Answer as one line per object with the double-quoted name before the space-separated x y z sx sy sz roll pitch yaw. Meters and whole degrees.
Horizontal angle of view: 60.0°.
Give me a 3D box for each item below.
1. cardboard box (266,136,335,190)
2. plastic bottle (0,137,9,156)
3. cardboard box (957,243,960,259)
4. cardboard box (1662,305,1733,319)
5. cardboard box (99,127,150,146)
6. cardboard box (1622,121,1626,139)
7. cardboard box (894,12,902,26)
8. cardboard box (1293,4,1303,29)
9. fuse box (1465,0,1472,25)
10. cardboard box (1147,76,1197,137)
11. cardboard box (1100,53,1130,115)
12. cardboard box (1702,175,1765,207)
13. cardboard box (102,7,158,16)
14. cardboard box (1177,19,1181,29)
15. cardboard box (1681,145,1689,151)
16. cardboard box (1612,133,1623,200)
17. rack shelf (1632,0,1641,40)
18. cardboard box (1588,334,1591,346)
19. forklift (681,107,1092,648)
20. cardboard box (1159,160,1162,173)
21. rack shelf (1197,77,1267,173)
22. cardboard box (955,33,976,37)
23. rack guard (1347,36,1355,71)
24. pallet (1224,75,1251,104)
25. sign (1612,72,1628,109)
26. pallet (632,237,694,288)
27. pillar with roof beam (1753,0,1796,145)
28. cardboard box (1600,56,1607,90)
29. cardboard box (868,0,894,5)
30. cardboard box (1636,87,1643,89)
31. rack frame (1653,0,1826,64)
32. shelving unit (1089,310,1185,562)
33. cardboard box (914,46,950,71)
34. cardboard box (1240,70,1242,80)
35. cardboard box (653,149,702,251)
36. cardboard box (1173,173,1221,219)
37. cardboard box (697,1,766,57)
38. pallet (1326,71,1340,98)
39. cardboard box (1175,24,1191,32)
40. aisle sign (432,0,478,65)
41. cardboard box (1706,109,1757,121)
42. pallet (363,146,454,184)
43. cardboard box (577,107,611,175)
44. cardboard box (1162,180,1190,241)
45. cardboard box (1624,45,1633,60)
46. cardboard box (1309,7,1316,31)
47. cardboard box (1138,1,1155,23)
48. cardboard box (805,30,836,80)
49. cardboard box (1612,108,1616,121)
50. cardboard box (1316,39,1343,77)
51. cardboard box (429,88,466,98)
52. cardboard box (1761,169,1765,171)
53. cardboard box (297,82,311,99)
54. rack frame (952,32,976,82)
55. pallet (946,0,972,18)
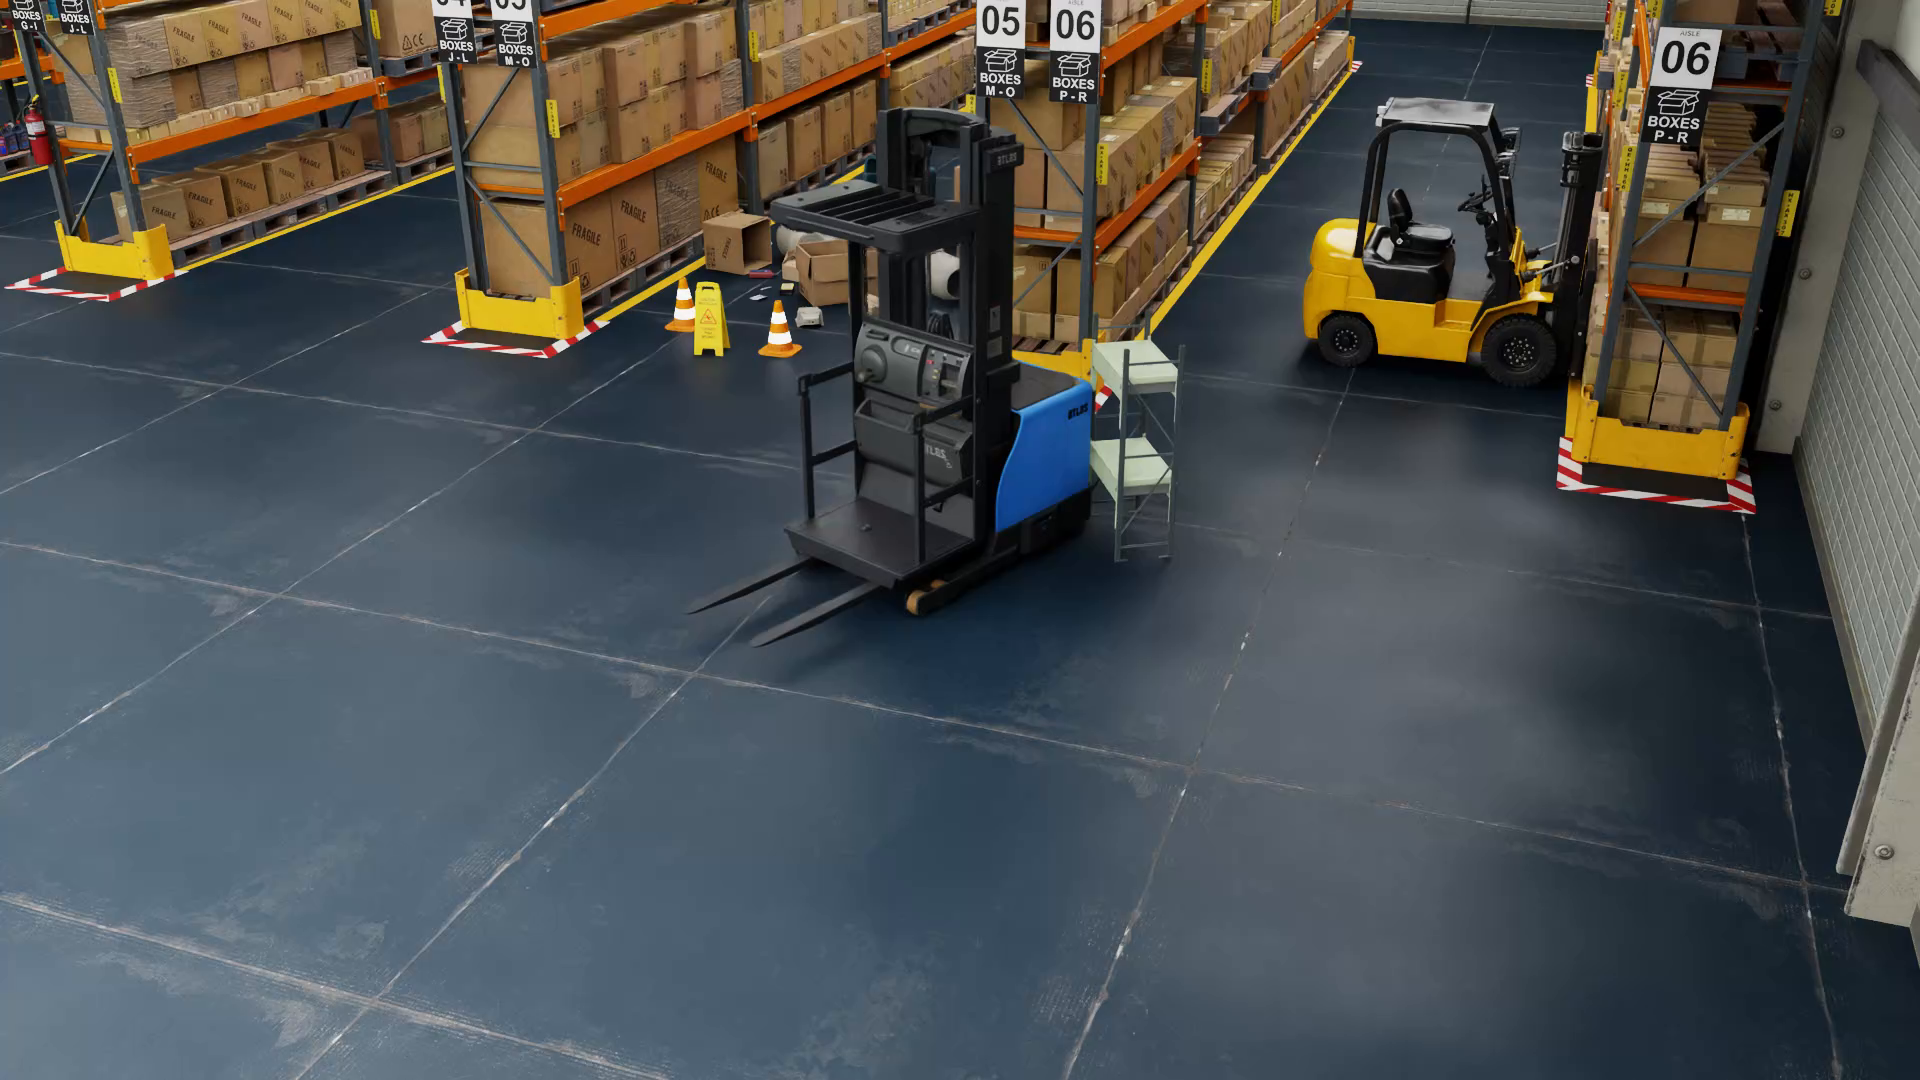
"cardboard box" -7.755 -4.423 19.554 0.500 0.500 0.500 19 32 34
"plastic bottle" -12.093 -4.990 20.949 0.061 0.283 0.133 11 28 21
"cardboard box" 0.305 -2.950 16.991 0.500 0.500 0.500 -14 29 -27
"cardboard box" 5.797 -1.733 13.136 0.500 0.250 0.500 9 27 18
"cardboard box" -8.412 -4.080 16.747 0.380 0.149 0.250 9 27 17
"cardboard box" 5.975 -3.535 14.473 0.380 0.149 0.250 9 27 19
"cardboard box" -0.997 -6.978 22.250 0.380 0.149 0.250 10 28 20
"cardboard box" 4.209 -6.913 21.907 0.500 0.250 0.500 9 27 18
"fuse box" 9.724 -10.625 31.454 0.539 1.711 0.414 9 27 17
"cardboard box" 2.031 -4.277 16.410 0.500 0.500 0.500 8 27 16
"cardboard box" 1.123 -4.160 15.020 0.700 0.500 0.500 9 27 17
"cardboard box" 5.609 -2.533 12.063 0.380 0.149 0.250 8 27 16
"cardboard box" -8.621 -5.208 17.184 0.500 0.500 0.500 9 27 17
"cardboard box" 2.171 -5.601 17.917 0.380 0.149 0.250 8 27 15
"cardboard box" 5.721 -3.235 13.513 0.380 0.149 0.250 9 27 18
"cardboard box" 6.075 -3.283 14.697 0.500 0.500 0.500 9 27 18
"rack shelf" 7.292 -5.447 16.665 1.077 0.370 4.000 9 27 17
"cardboard box" 5.340 -1.582 13.398 0.500 0.250 0.500 8 27 17
"forklift" -0.443 -1.085 10.352 1.130 2.935 3.031 21 33 37
"cardboard box" 1.677 -3.509 15.567 0.380 0.149 0.250 8 27 17
"rack shelf" 2.610 -4.815 18.803 1.077 0.370 4.000 9 27 17
"cardboard box" 0.065 -8.073 26.812 0.380 0.149 0.250 7 27 15
"rack guard" 5.946 -8.133 27.698 1.175 0.500 0.348 9 27 17
"pallet" 2.655 -5.055 18.693 1.003 0.211 1.213 9 27 17
"sign" 6.112 -4.159 15.384 0.100 0.325 0.005 9 27 17
"pallet" -3.488 -2.934 17.292 1.003 0.211 1.213 9 27 17
"pillar with roof beam" 4.314 -7.901 17.465 9.100 9.000 0.400 9 27 17
"cardboard box" 10.006 -7.011 24.898 0.700 0.500 0.500 10 28 20
"cardboard box" -1.088 -7.145 21.912 0.380 0.149 0.250 9 27 18
"cardboard box" 6.600 -4.217 15.883 0.380 0.149 0.250 8 27 17
"rack frame" 5.295 -4.655 10.762 1.000 3.000 0.127 9 27 17
"shelving unit" 1.164 -0.704 11.206 0.431 1.500 0.755 -5 26 -10
"cardboard box" -0.450 -6.911 23.832 0.500 0.250 0.500 8 27 15
"cardboard box" 2.947 -5.220 18.619 0.380 0.149 0.250 8 27 16
"cardboard box" -3.329 -3.607 17.438 0.875 0.875 0.875 9 27 18
"cardboard box" 2.353 -3.835 18.487 0.950 0.372 0.625 11 28 21
"cardboard box" -2.597 -5.693 18.529 0.700 0.500 0.500 8 27 17
"pallet" 5.338 -7.154 26.007 1.003 0.211 1.213 9 27 17
"cardboard box" 2.223 -5.323 18.088 0.500 0.500 0.500 10 27 19
"aisle sign" -4.395 -4.534 14.413 0.394 0.787 0.004 9 27 17
"cardboard box" 6.583 -3.575 14.215 0.380 0.149 0.250 8 27 16
"pallet" -7.143 -4.819 21.185 1.003 0.211 1.213 9 27 17
"cardboard box" -3.845 -3.806 15.719 0.875 0.550 0.550 9 27 17
"cardboard box" 2.001 -3.324 16.710 0.500 0.500 0.500 8 27 17
"cardboard box" 7.425 -5.272 18.062 0.380 0.149 0.250 10 27 19
"cardboard box" 4.695 -7.316 23.315 0.500 0.250 0.500 8 27 16
"cardboard box" 1.456 -4.531 14.236 0.380 0.149 0.250 9 27 18
"cardboard box" -1.823 -5.837 19.972 0.500 0.500 0.500 9 27 18
"cardboard box" 7.243 -4.610 17.724 0.500 0.250 0.500 8 27 16
"cardboard box" 5.516 -7.621 26.231 0.875 0.438 0.875 9 27 19
"cardboard box" -6.628 -5.729 22.228 0.700 0.500 0.500 11 28 22
"cardboard box" 6.062 -2.801 12.958 0.380 0.149 0.250 9 27 18
"cardboard box" -7.613 -5.112 18.879 0.380 0.149 0.250 9 27 17
"rack frame" -0.095 -8.281 25.135 1.000 3.000 0.127 9 27 17
"pallet" -0.486 -7.902 24.572 1.003 0.211 1.213 9 27 17
